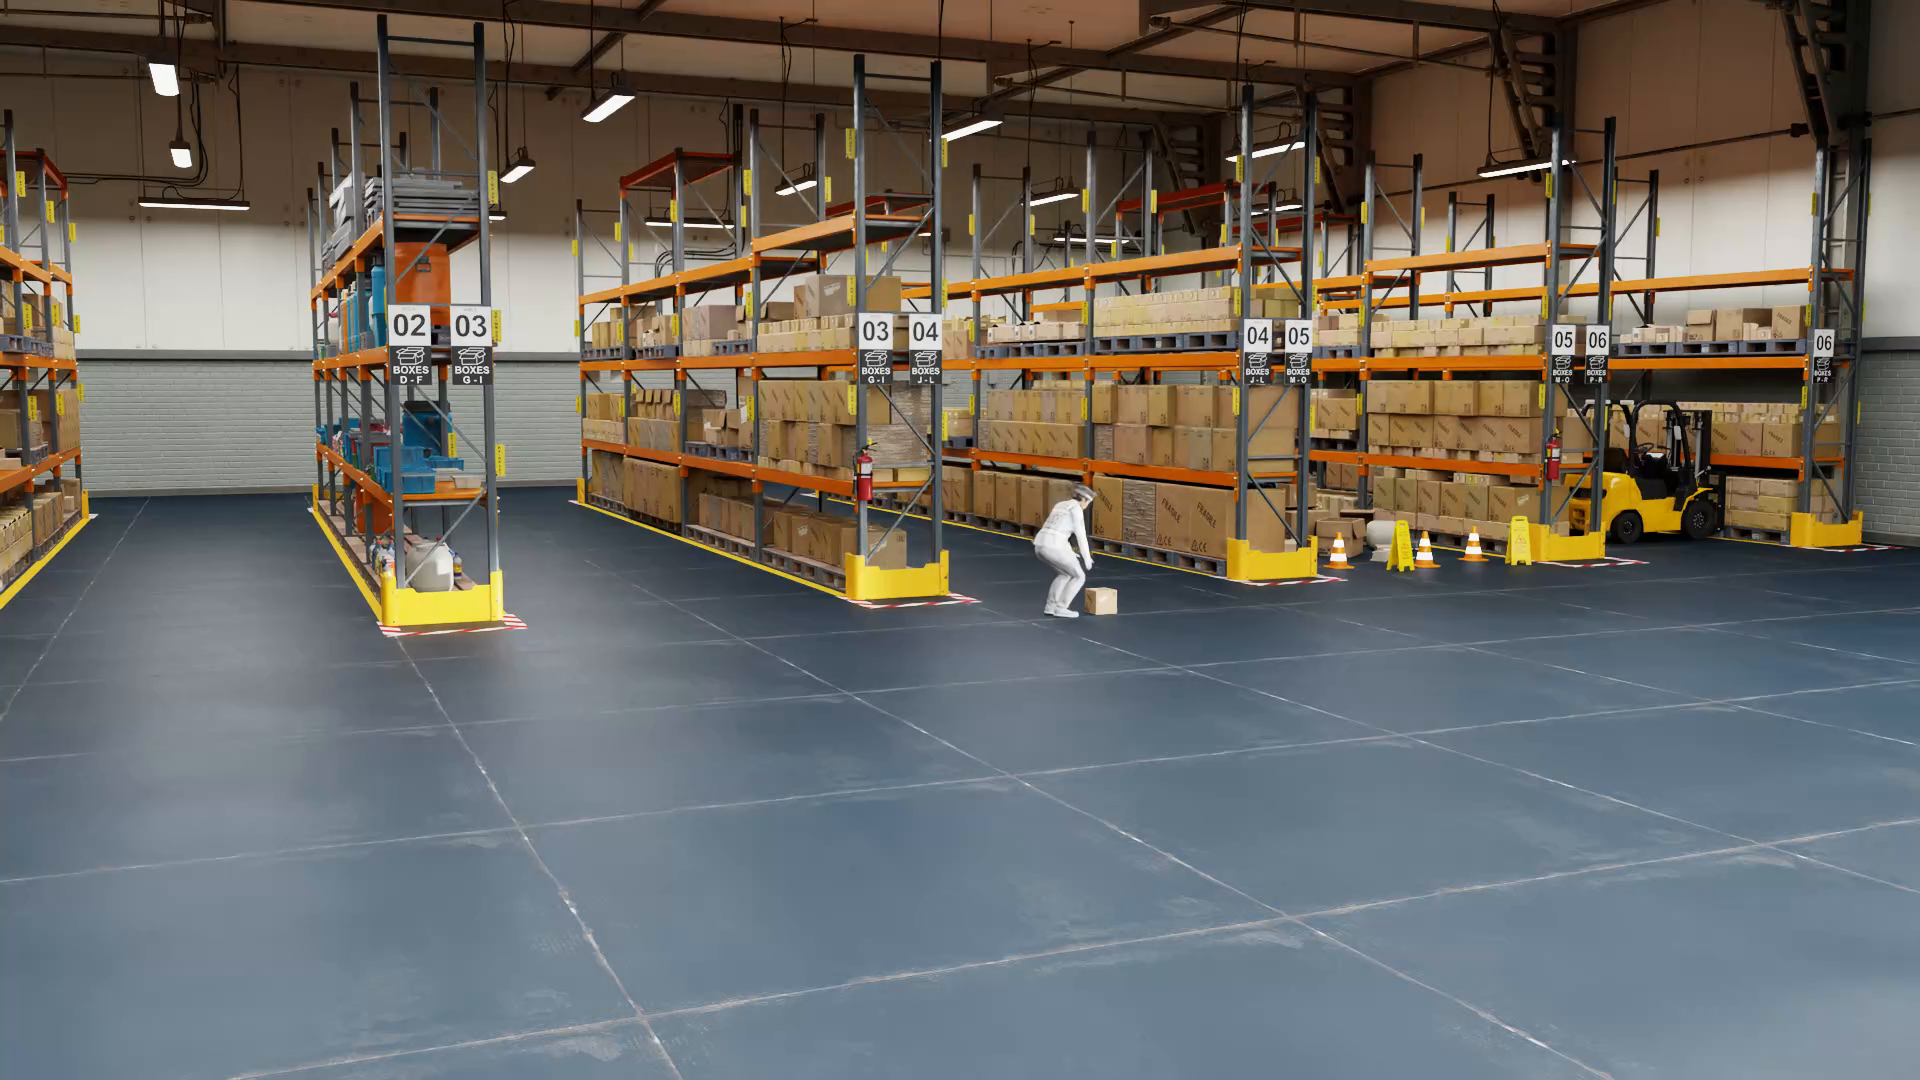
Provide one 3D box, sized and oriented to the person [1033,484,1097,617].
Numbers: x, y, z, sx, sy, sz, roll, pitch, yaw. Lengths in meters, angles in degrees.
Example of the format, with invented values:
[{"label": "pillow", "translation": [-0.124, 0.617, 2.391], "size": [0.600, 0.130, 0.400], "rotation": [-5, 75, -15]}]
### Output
[{"label": "person", "translation": [1.107, 0.107, 17.444], "size": [0.709, 1.375, 0.535], "rotation": [-2, 6, -24]}]
